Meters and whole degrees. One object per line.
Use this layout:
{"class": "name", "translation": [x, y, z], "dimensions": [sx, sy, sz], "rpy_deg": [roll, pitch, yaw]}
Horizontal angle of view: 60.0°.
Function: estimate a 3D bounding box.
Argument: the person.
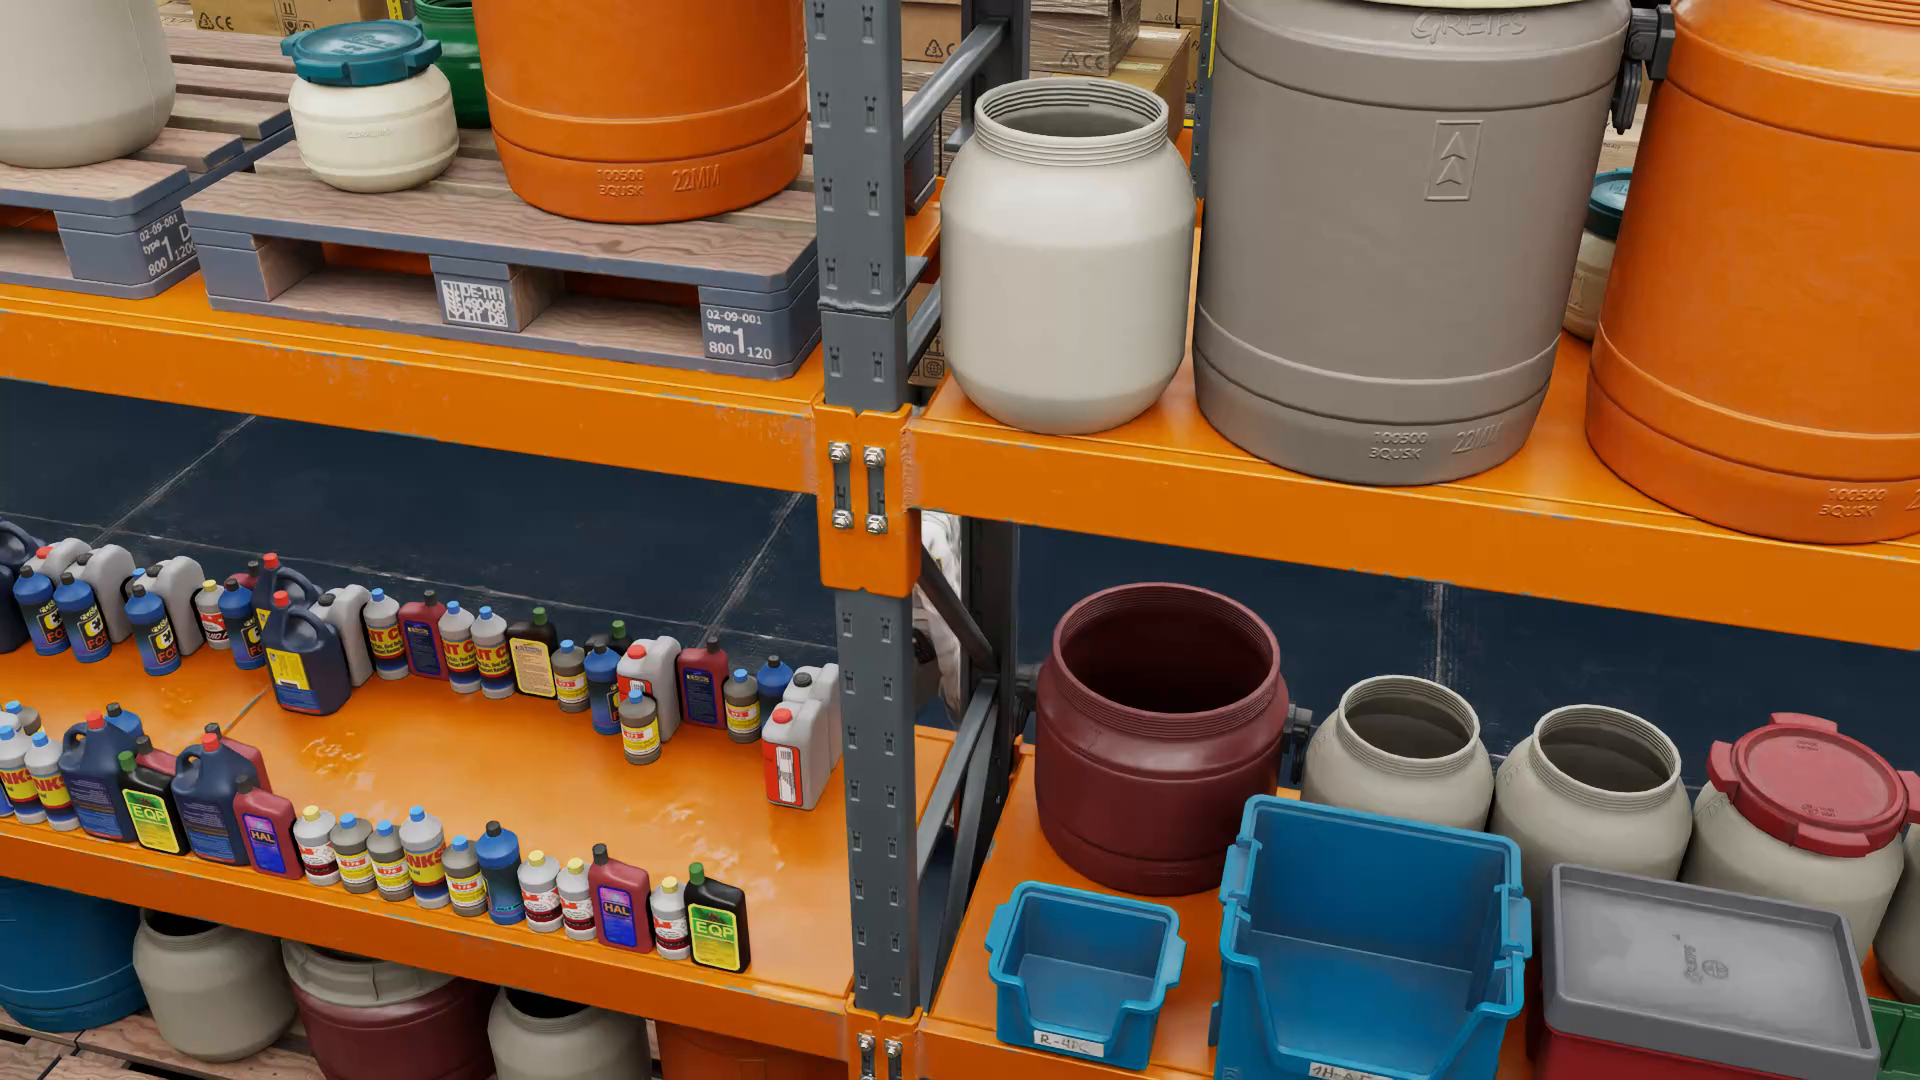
{"class": "person", "translation": [-0.052, 0.339, 5.620], "dimensions": [0.536, 1.708, 0.512], "rpy_deg": [6, 34, 10]}
